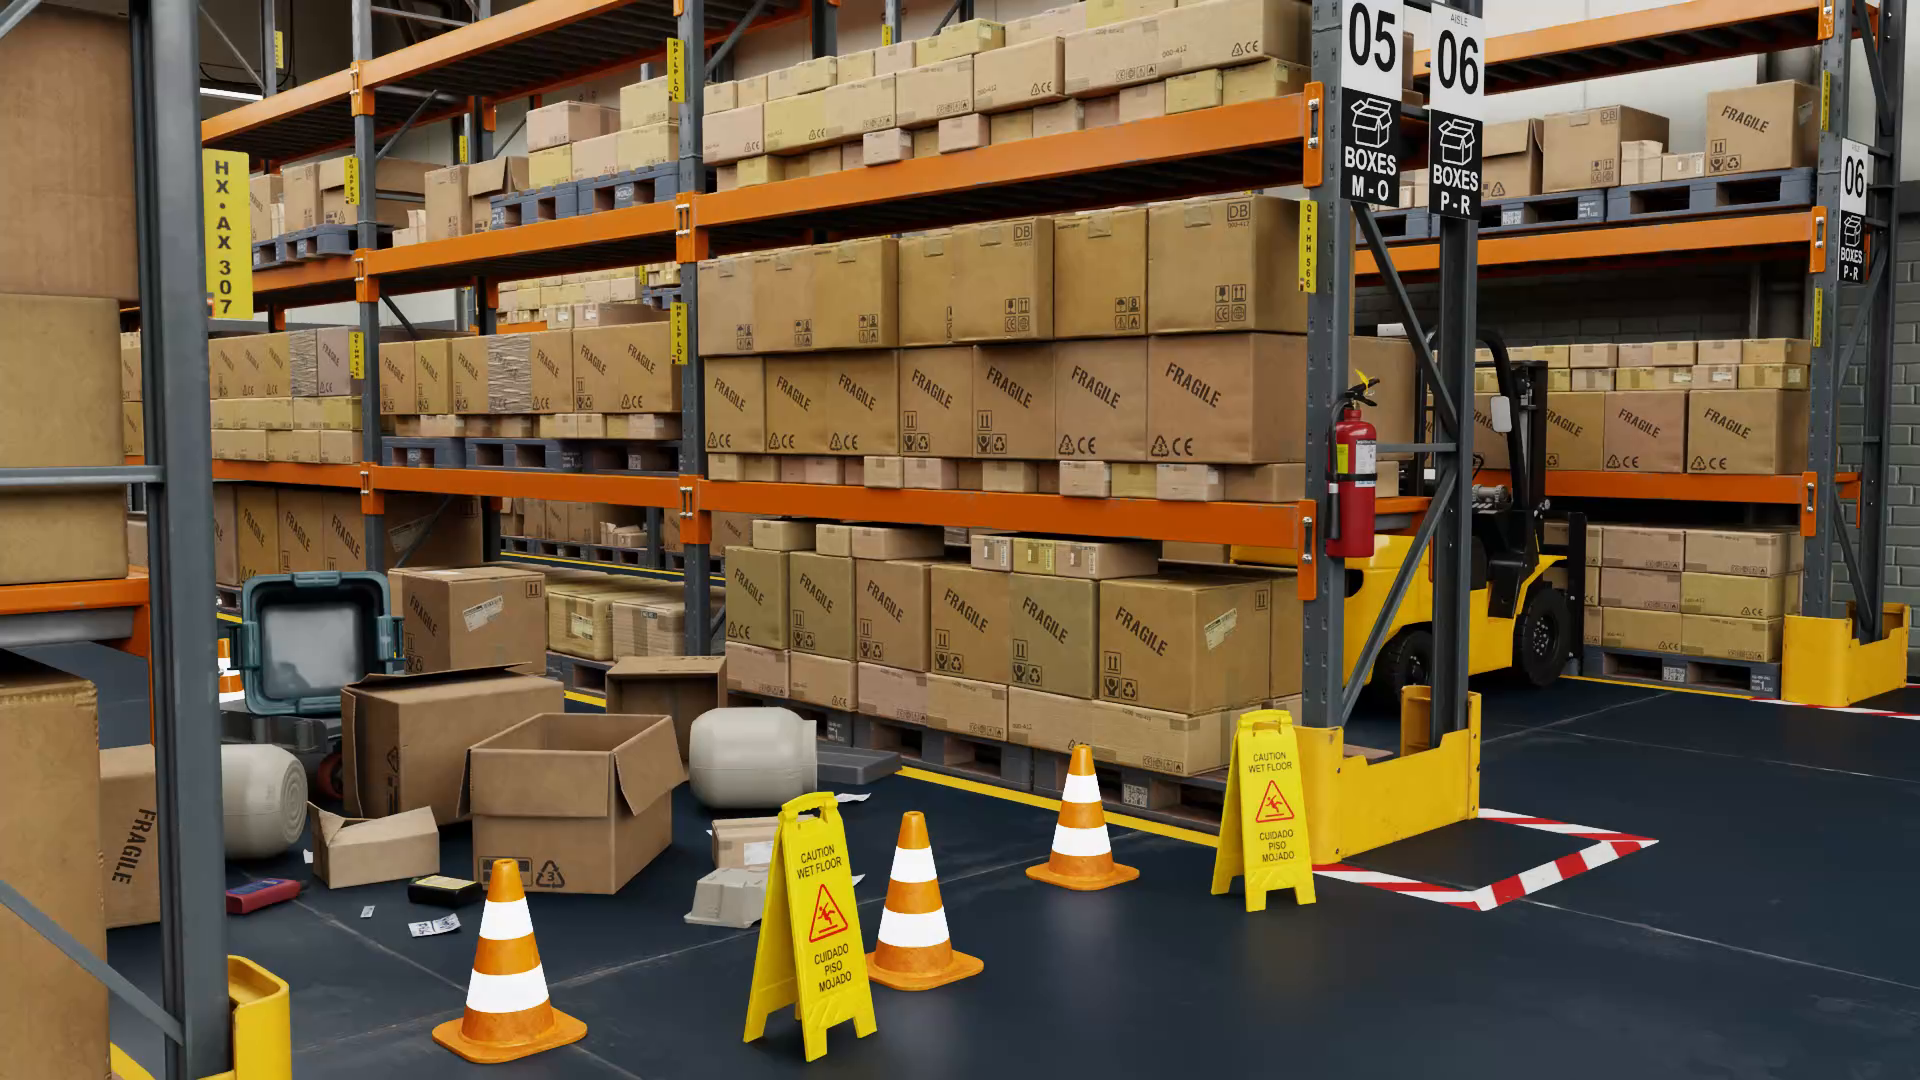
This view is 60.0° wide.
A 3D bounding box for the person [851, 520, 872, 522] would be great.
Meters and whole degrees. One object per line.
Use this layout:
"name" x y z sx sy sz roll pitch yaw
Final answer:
"person" -0.593 -0.412 11.891 0.312 1.033 0.479 -3 5 -38
